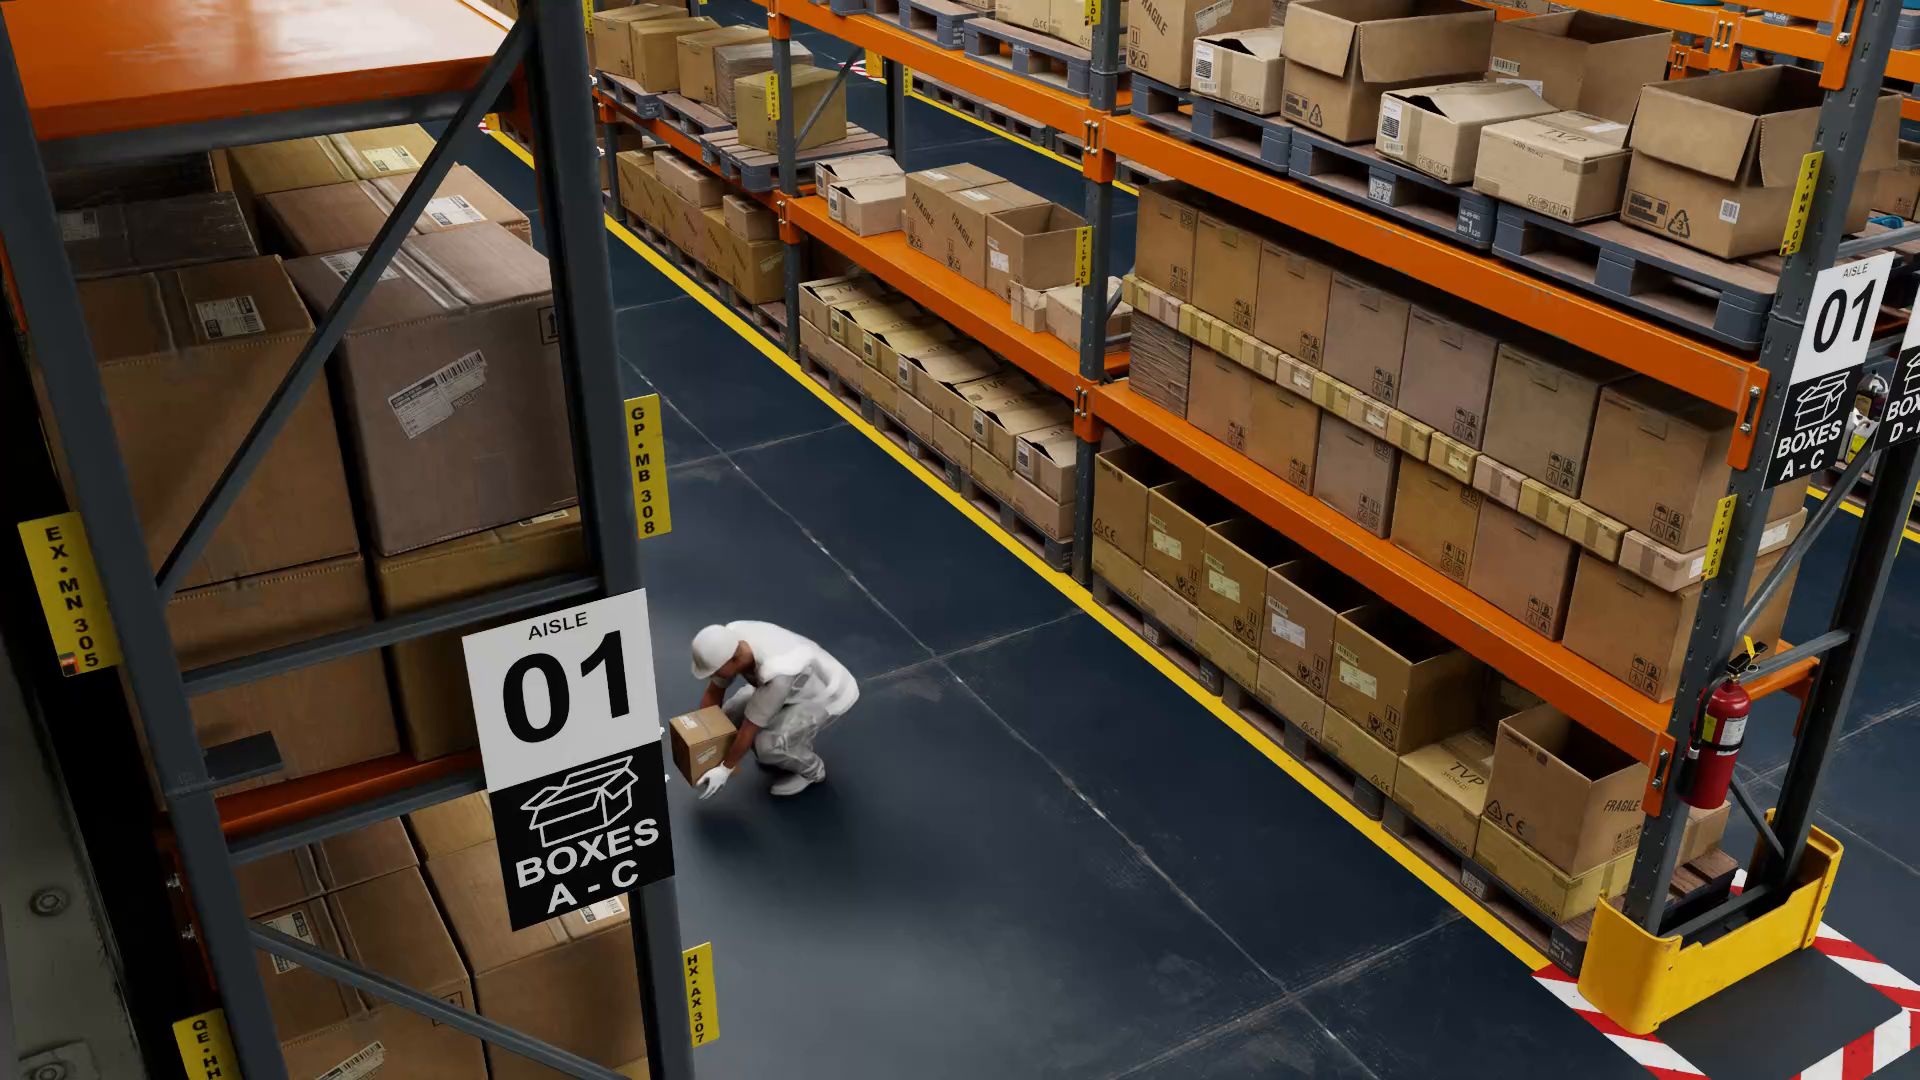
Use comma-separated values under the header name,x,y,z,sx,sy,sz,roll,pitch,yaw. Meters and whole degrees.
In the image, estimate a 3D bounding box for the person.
name,x,y,z,sx,sy,sz,roll,pitch,yaw
person,-0.921,0.757,7.986,0.899,1.004,0.565,-16,33,-27
